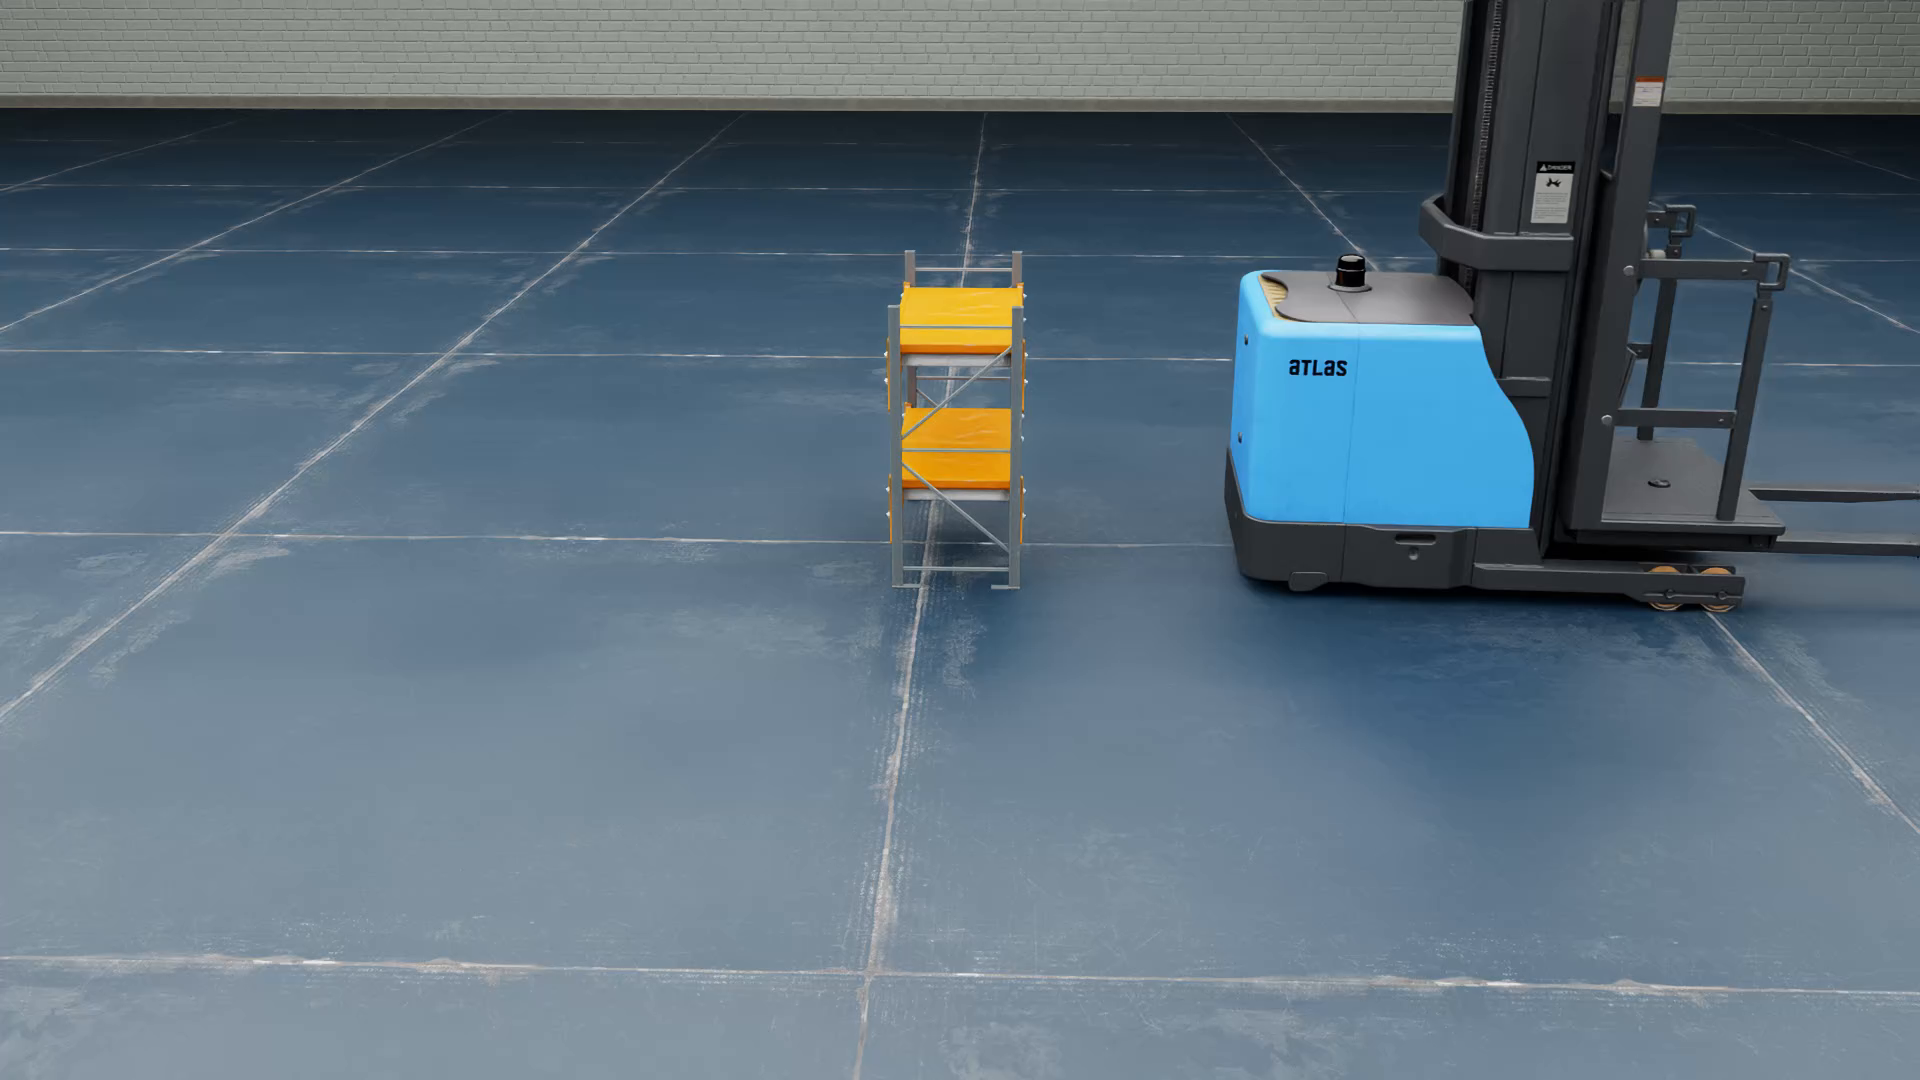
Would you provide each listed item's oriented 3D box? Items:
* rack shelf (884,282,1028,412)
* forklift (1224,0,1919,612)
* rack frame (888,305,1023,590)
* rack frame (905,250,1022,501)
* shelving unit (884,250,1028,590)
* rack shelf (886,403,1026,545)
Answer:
[{"bbox_3d":[0.000,-0.795,6.713,0.538,0.278,1.000,1,21,2],"label":"rack shelf"},{"bbox_3d":[2.639,-1.292,6.308,3.031,2.935,1.130,2,21,4],"label":"forklift"},{"bbox_3d":[-0.016,-0.338,6.345,0.500,1.125,0.032,1,21,2],"label":"rack frame"},{"bbox_3d":[0.015,-0.706,7.293,0.500,1.125,0.032,1,21,2],"label":"rack frame"},{"bbox_3d":[0.000,-0.522,6.819,0.538,1.125,1.048,1,21,2],"label":"shelving unit"},{"bbox_3d":[0.000,-0.294,6.908,0.538,0.278,1.000,1,21,2],"label":"rack shelf"}]
